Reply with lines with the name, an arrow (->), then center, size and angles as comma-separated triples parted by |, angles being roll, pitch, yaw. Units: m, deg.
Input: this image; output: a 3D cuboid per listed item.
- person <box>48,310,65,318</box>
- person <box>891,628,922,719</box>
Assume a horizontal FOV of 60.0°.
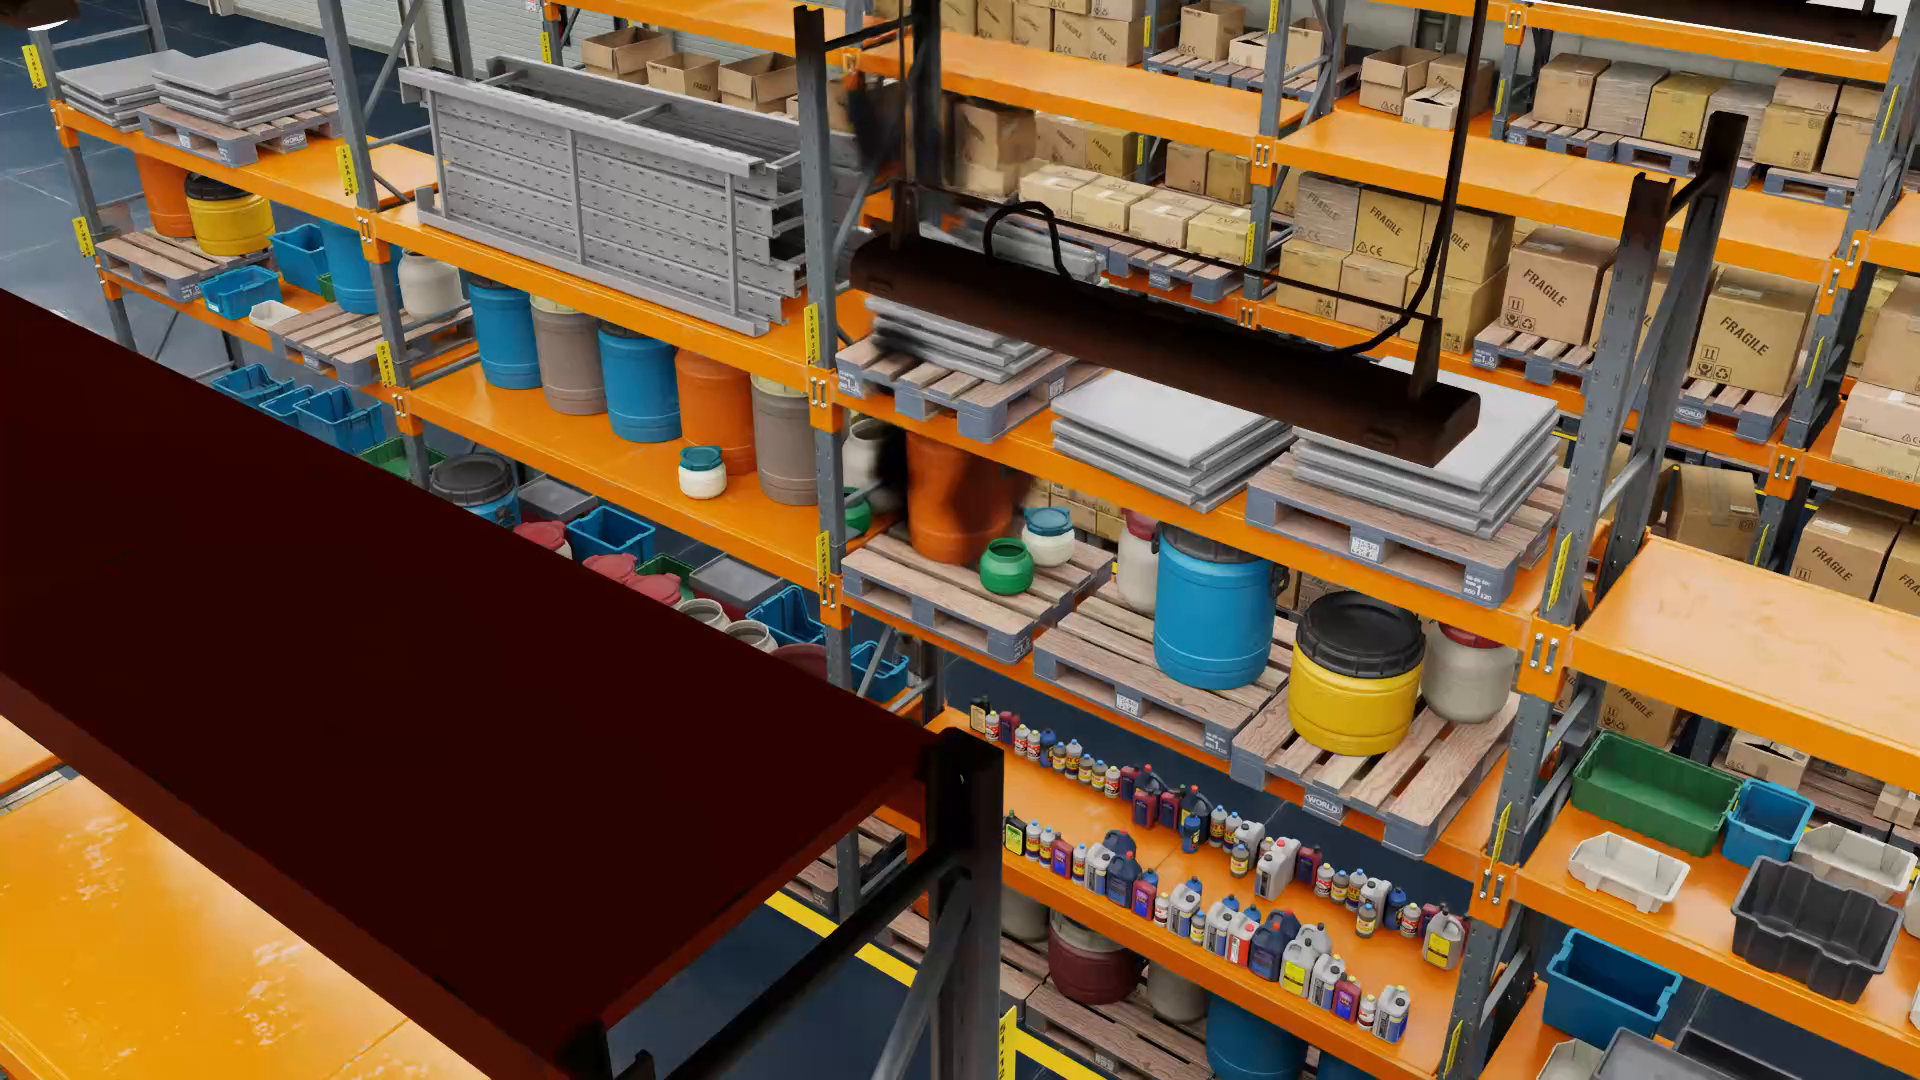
person -> -8.375, -1.373, 15.840 | 0.814, 1.815, 0.700 | -10, 33, -16
person -> -0.295, 0.696, 12.556 | 0.551, 1.648, 0.612 | 21, 37, 31
